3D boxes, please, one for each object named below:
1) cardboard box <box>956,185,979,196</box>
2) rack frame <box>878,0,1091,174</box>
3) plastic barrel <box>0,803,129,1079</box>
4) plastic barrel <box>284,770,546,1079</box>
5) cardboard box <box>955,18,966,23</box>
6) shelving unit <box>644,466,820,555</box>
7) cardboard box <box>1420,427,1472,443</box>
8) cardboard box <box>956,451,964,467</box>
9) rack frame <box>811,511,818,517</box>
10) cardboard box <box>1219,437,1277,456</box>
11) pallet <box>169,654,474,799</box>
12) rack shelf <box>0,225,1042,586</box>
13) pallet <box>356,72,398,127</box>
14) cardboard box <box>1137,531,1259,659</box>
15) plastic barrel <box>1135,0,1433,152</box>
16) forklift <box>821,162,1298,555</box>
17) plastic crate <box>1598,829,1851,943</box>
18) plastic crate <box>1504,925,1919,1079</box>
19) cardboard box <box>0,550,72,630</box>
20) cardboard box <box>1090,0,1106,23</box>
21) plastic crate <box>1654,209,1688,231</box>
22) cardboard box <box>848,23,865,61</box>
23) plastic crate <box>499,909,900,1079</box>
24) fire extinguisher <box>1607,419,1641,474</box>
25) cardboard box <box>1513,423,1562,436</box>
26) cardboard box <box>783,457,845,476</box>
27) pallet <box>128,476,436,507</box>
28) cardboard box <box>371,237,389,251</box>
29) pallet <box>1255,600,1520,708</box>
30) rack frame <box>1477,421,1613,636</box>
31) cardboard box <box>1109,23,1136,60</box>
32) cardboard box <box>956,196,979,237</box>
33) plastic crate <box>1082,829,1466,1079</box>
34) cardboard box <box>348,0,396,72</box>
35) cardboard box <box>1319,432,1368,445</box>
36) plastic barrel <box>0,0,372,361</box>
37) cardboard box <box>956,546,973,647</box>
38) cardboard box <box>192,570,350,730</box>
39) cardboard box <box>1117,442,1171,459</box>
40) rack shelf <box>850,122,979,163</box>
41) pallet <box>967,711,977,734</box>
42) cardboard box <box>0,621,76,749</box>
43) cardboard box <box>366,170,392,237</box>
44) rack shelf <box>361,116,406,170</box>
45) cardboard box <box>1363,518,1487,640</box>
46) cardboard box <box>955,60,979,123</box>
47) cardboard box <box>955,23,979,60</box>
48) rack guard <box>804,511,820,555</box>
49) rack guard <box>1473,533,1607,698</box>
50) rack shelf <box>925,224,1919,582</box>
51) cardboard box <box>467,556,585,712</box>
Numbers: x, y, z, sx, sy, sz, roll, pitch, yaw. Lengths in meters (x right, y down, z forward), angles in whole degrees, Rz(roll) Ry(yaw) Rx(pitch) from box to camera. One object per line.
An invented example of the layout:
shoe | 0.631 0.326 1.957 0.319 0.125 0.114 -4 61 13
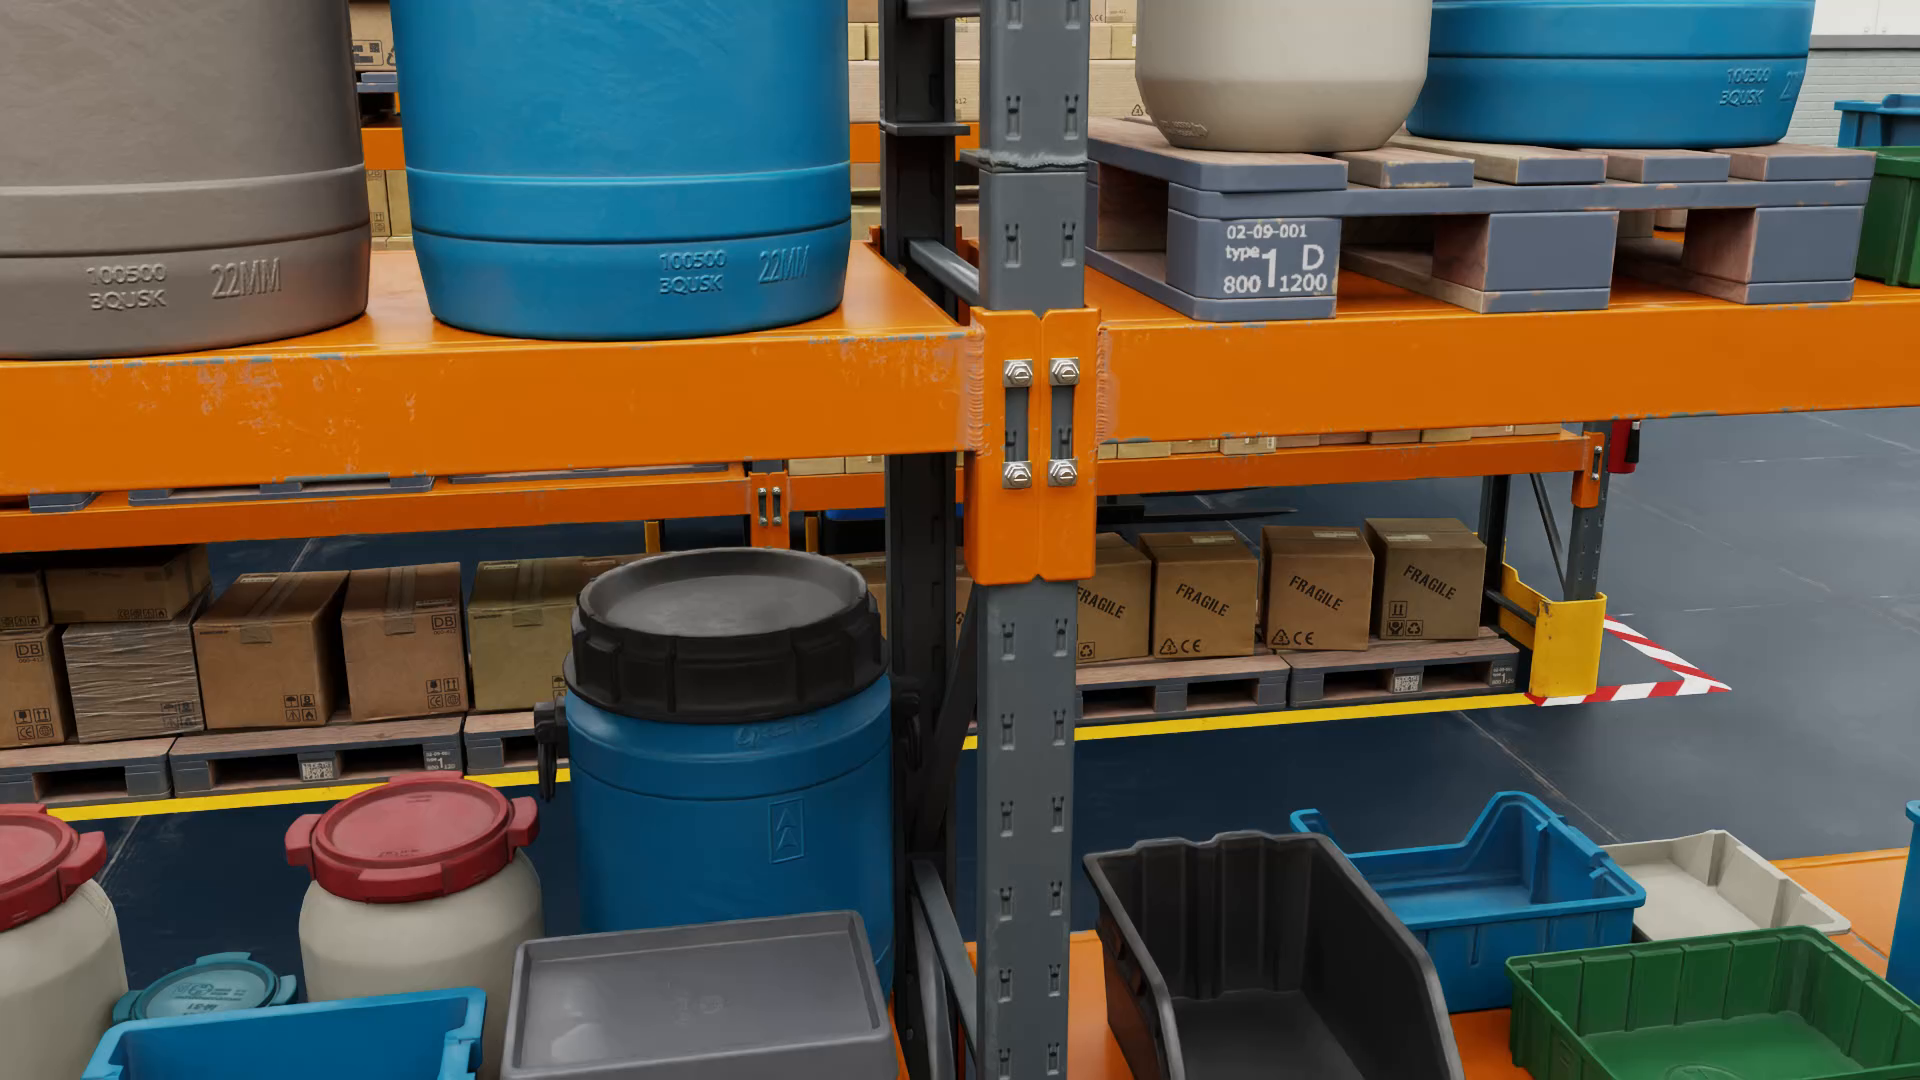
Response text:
cardboard box | -0.051 -1.406 7.899 0.500 0.500 0.500 -3 17 -10
rack frame | 0.008 -2.045 2.143 0.127 3.000 1.000 -3 17 -10
plastic barrel | -1.693 0.789 2.903 0.433 0.535 0.433 0 17 0
plastic barrel | -0.972 0.748 3.036 0.433 0.535 0.433 0 17 0
cardboard box | -0.249 -3.797 11.818 0.500 0.250 0.500 -3 17 -11
shelving unit | -1.453 -0.687 10.496 1.083 1.500 0.587 -2 17 -6
cardboard box | 2.274 -0.590 8.051 0.250 0.149 0.380 -3 17 -10
cardboard box | 0.069 -0.459 7.625 0.250 0.149 0.380 -3 17 -10
rack frame | -0.939 -0.704 10.550 0.032 1.500 0.500 -2 17 -6
cardboard box | 1.303 -0.518 7.819 0.250 0.149 0.380 -3 17 -10
pallet | -2.896 0.841 7.715 1.213 0.211 1.003 -3 17 -10
rack shelf | -1.955 -0.156 2.326 4.000 0.370 1.077 -3 17 -10
pallet | -2.575 -1.887 7.057 1.003 0.211 1.213 -3 17 -10
cardboard box | 1.181 0.269 8.369 0.500 0.500 0.500 -2 17 -5
plastic barrel | 0.469 -0.833 2.399 0.421 0.512 0.421 0 17 0
forklift | 0.625 -1.422 10.449 3.031 2.935 1.130 -2 17 -6
plastic crate | 1.555 0.785 3.595 0.437 0.136 0.530 -3 17 -10
plastic crate | 1.395 0.930 3.036 0.662 0.188 0.450 -3 17 -10
cardboard box | -4.206 0.198 7.289 0.500 0.250 0.500 -3 17 -8
cardboard box | 0.743 -3.853 12.002 0.500 0.250 0.500 -3 17 -11
plastic crate | 1.508 -0.691 3.293 0.396 0.136 0.243 -3 17 -10
cardboard box | -0.554 -2.087 6.965 0.250 0.149 0.380 -4 17 -12
plastic crate | -0.409 0.907 2.639 0.583 0.464 0.402 -3 17 -10
fire extinguisher | 3.196 -0.664 7.997 0.183 0.674 0.296 -3 17 -10
cardboard box | 2.756 -0.632 8.189 0.250 0.149 0.380 -3 17 -10
cardboard box | -0.663 -0.410 7.466 0.250 0.149 0.380 -3 17 -10
pallet | -2.923 -0.413 7.373 1.213 0.211 1.003 -3 17 -10
cardboard box | -4.214 -1.870 11.620 0.500 0.500 0.500 -3 17 -10
pallet | 2.117 0.545 8.679 1.213 0.211 1.003 -3 17 -10
rack frame | 2.996 -0.828 8.398 0.127 3.000 1.000 -3 17 -10
cardboard box | 0.720 -2.170 7.237 0.250 0.149 0.380 -4 17 -12
cardboard box | 0.050 -1.253 7.402 0.500 0.500 0.500 -3 17 -10
plastic crate | 0.547 0.860 3.008 0.504 0.338 0.767 -3 17 -10
cardboard box | -2.336 -2.239 6.991 0.637 0.503 0.797 -3 17 -8
cardboard box | 1.773 -0.578 8.014 0.250 0.149 0.380 -3 17 -10
plastic barrel | -1.092 -0.723 2.095 0.600 0.901 0.600 0 17 0
cardboard box | 0.030 0.344 8.124 0.500 0.500 0.500 2 17 7
cardboard box | -3.107 0.491 7.612 0.500 0.500 0.700 -2 17 -6
cardboard box | 0.807 -0.498 7.751 0.250 0.149 0.380 -3 17 -10
rack shelf | 1.033 -1.806 7.700 4.000 0.370 1.077 -3 17 -10
pallet | -0.278 0.680 8.237 1.213 0.211 1.003 -3 17 -10
cardboard box | -4.204 0.559 7.390 0.500 0.500 0.700 -4 18 -13
cardboard box | -4.258 -2.423 11.719 0.500 0.500 0.700 -4 17 -11
rack shelf | -2.895 -1.584 6.975 4.000 0.370 1.077 -3 17 -10
cardboard box | 2.380 0.196 8.606 0.500 0.500 0.500 0 17 0
cardboard box | 0.078 -1.949 7.196 0.500 0.250 0.500 -3 17 -11
cardboard box | -0.034 -2.130 7.107 0.250 0.149 0.380 -3 17 -10
rack guard | -0.958 -0.106 10.732 0.087 0.250 0.587 -2 17 -6
rack guard | 2.922 0.371 8.751 0.348 0.500 1.175 -3 17 -10
rack shelf | 1.972 -0.379 3.052 4.000 0.370 1.077 -3 17 -10
cardboard box | -2.010 0.429 7.815 0.500 0.500 0.700 -3 17 -11
